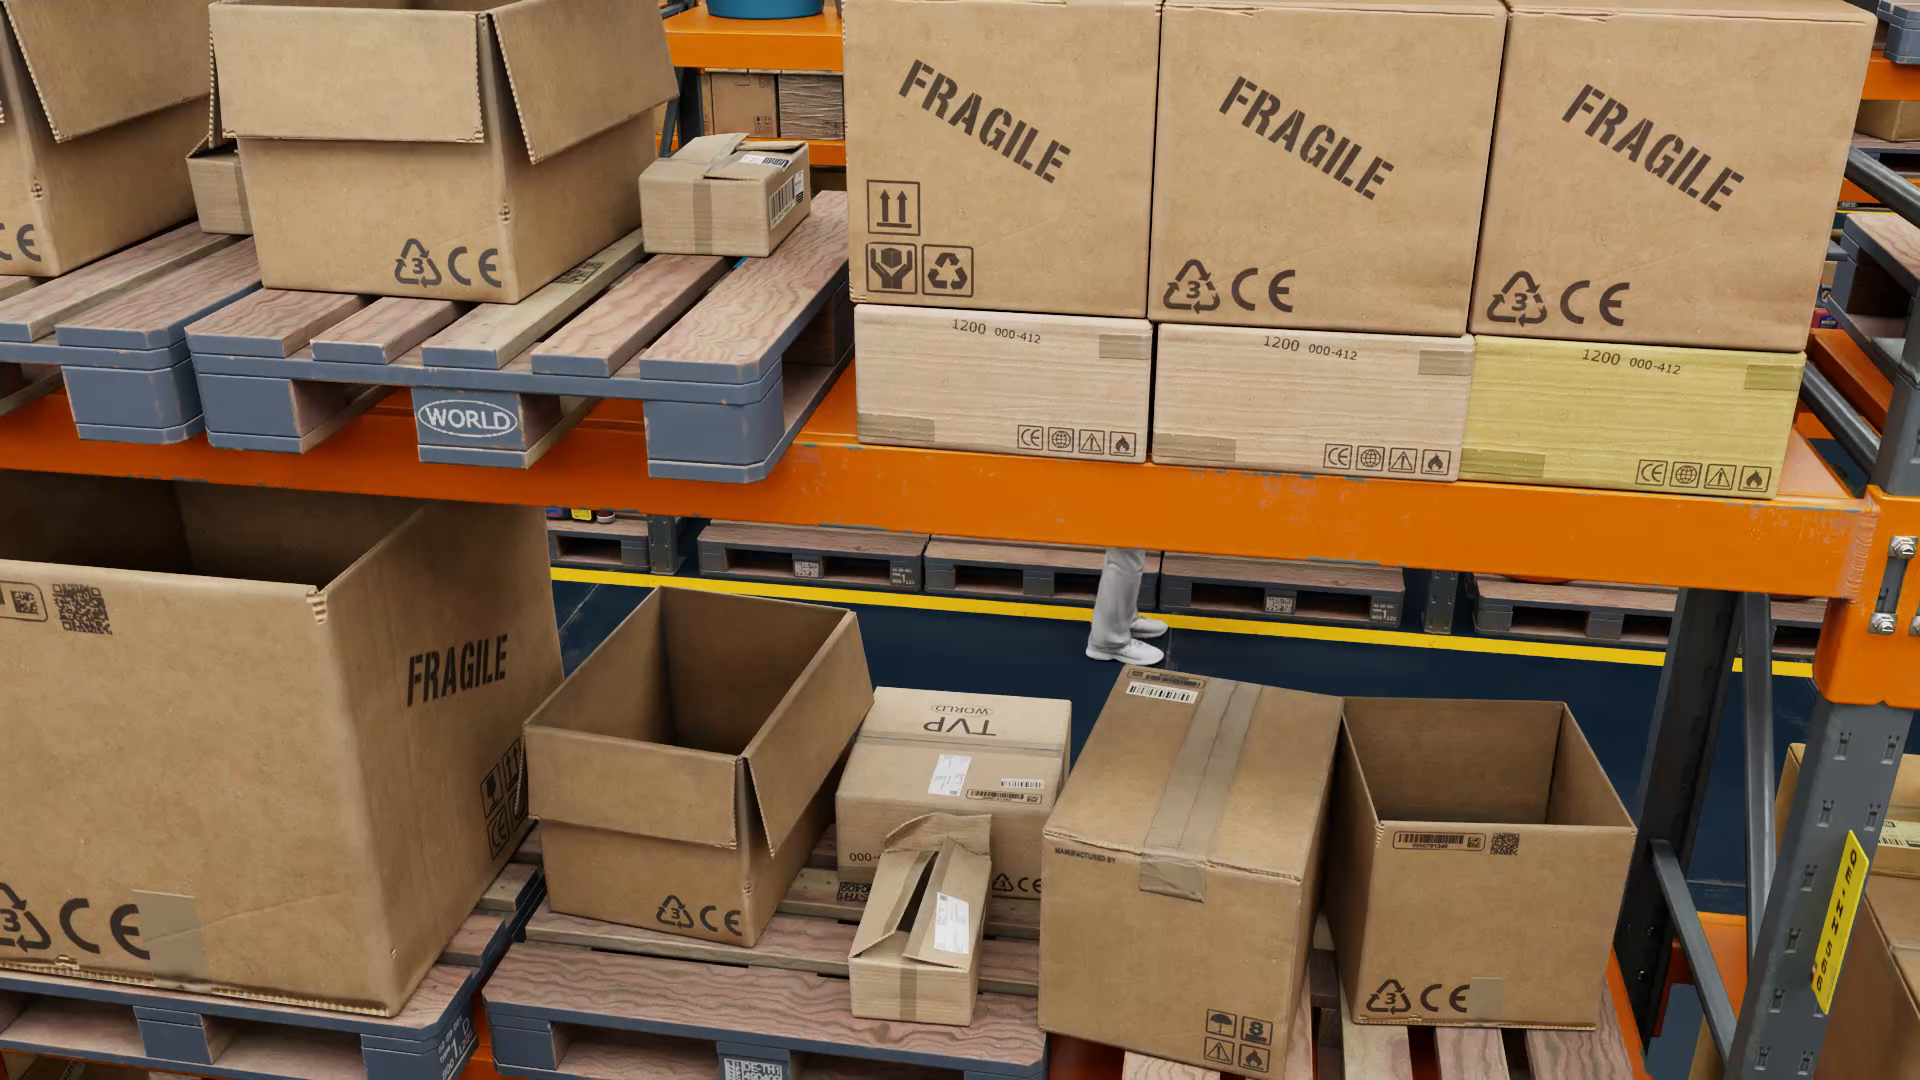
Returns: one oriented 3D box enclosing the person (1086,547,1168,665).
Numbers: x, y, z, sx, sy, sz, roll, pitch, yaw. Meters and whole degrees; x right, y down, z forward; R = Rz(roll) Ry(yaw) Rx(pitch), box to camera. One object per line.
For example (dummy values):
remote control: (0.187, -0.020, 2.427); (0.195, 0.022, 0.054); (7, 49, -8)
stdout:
person: (0.875, -0.289, 7.752); (0.548, 1.777, 0.537); (4, 25, 8)
